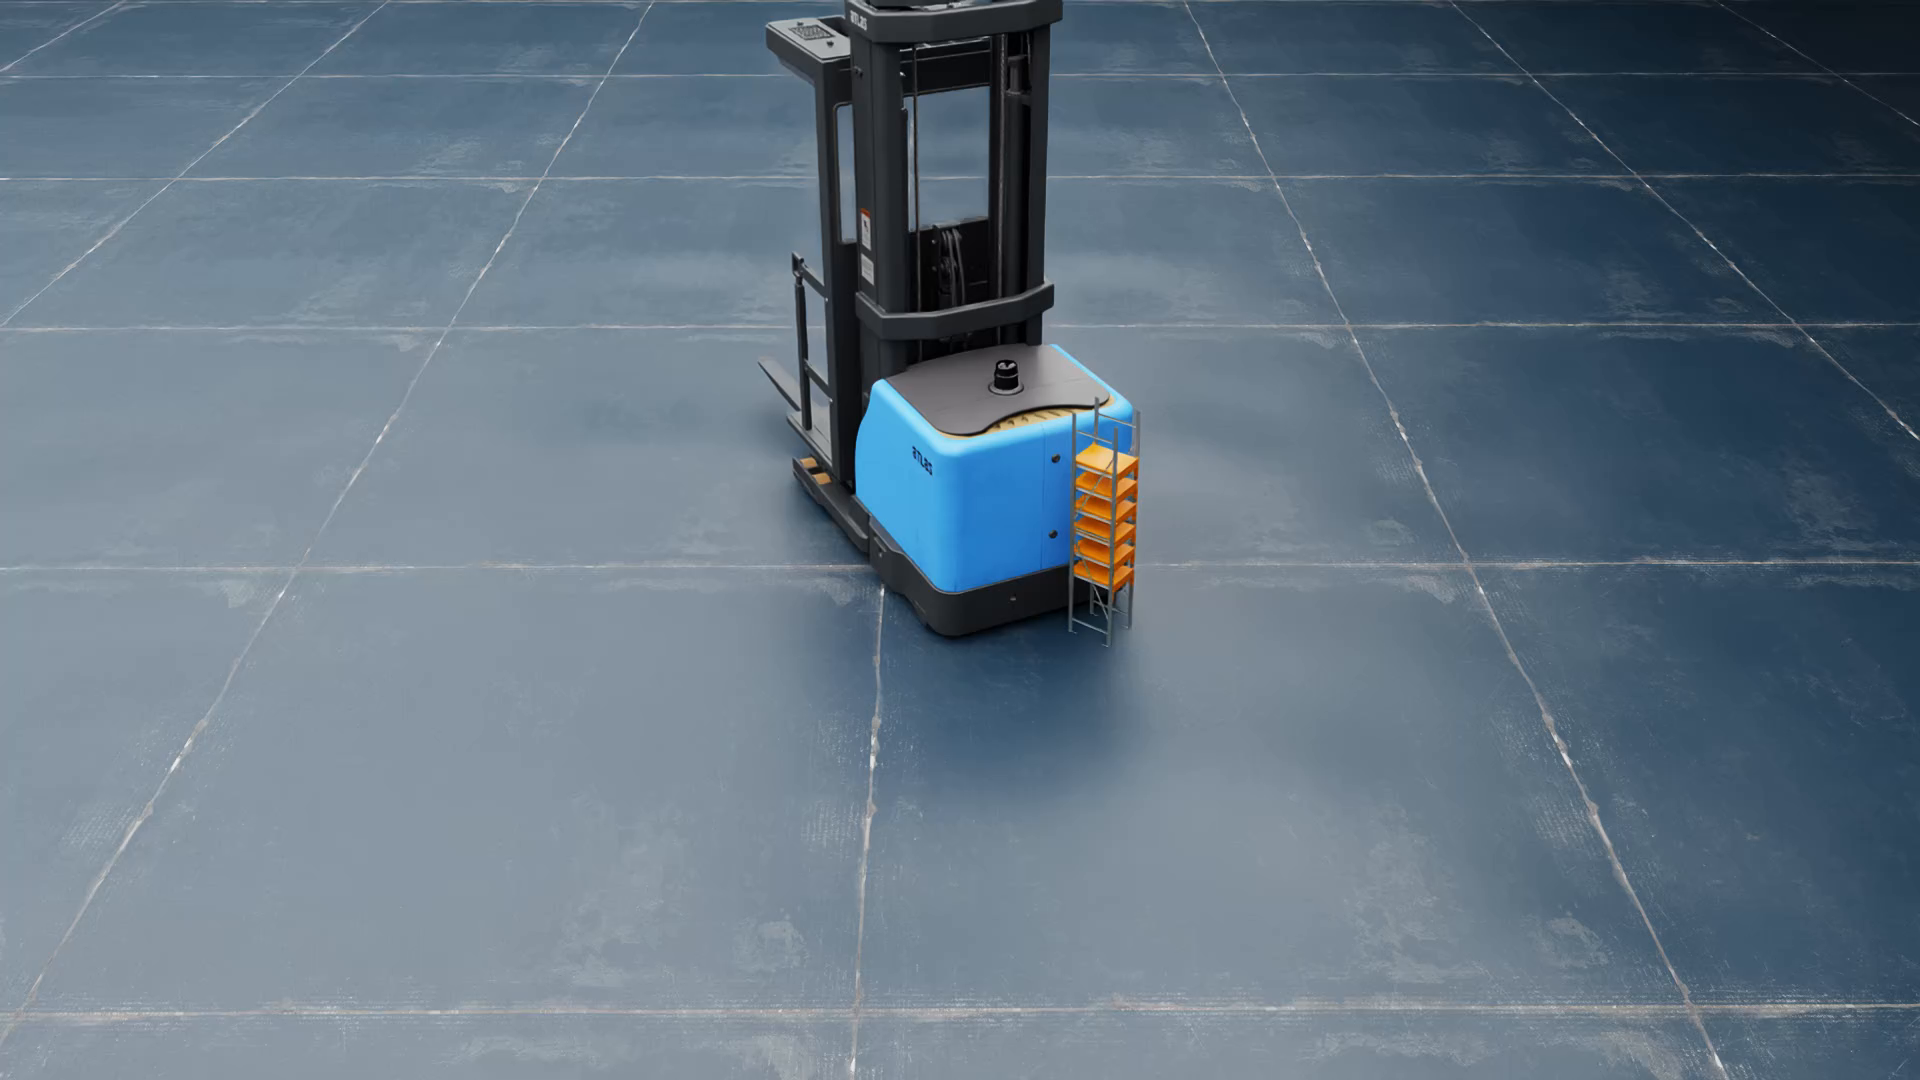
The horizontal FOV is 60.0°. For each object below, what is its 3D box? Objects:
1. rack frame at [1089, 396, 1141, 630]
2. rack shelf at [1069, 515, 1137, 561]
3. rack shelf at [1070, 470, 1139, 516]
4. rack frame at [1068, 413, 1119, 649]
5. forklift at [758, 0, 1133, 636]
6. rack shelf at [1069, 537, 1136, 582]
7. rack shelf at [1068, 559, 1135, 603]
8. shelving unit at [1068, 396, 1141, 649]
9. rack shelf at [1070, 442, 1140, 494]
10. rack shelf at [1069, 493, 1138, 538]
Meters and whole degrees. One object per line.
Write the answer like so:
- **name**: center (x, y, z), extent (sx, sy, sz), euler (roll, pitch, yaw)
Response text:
- **rack frame**: center (0.718, -0.106, 7.753), extent (0.240, 1.200, 0.006), euler (22, 40, 31)
- **rack shelf**: center (0.663, -0.028, 7.717), extent (0.258, 0.103, 0.180), euler (22, 40, 31)
- **rack shelf**: center (0.658, -0.228, 7.586), extent (0.258, 0.103, 0.180), euler (22, 40, 31)
- **rack frame**: center (0.607, -0.024, 7.632), extent (0.240, 1.200, 0.006), euler (22, 40, 31)
- **forklift**: center (-0.272, -1.544, 8.469), extent (1.130, 2.935, 3.031), euler (-14, 34, -22)
- **rack shelf**: center (0.666, 0.073, 7.783), extent (0.258, 0.103, 0.180), euler (22, 40, 31)
- **rack shelf**: center (0.668, 0.173, 7.848), extent (0.258, 0.103, 0.180), euler (22, 40, 31)
- **shelving unit**: center (0.662, -0.065, 7.693), extent (0.258, 1.200, 0.189), euler (22, 40, 31)
- **rack shelf**: center (0.655, -0.329, 7.520), extent (0.258, 0.103, 0.180), euler (22, 40, 31)
- **rack shelf**: center (0.661, -0.128, 7.652), extent (0.258, 0.103, 0.180), euler (22, 40, 31)
